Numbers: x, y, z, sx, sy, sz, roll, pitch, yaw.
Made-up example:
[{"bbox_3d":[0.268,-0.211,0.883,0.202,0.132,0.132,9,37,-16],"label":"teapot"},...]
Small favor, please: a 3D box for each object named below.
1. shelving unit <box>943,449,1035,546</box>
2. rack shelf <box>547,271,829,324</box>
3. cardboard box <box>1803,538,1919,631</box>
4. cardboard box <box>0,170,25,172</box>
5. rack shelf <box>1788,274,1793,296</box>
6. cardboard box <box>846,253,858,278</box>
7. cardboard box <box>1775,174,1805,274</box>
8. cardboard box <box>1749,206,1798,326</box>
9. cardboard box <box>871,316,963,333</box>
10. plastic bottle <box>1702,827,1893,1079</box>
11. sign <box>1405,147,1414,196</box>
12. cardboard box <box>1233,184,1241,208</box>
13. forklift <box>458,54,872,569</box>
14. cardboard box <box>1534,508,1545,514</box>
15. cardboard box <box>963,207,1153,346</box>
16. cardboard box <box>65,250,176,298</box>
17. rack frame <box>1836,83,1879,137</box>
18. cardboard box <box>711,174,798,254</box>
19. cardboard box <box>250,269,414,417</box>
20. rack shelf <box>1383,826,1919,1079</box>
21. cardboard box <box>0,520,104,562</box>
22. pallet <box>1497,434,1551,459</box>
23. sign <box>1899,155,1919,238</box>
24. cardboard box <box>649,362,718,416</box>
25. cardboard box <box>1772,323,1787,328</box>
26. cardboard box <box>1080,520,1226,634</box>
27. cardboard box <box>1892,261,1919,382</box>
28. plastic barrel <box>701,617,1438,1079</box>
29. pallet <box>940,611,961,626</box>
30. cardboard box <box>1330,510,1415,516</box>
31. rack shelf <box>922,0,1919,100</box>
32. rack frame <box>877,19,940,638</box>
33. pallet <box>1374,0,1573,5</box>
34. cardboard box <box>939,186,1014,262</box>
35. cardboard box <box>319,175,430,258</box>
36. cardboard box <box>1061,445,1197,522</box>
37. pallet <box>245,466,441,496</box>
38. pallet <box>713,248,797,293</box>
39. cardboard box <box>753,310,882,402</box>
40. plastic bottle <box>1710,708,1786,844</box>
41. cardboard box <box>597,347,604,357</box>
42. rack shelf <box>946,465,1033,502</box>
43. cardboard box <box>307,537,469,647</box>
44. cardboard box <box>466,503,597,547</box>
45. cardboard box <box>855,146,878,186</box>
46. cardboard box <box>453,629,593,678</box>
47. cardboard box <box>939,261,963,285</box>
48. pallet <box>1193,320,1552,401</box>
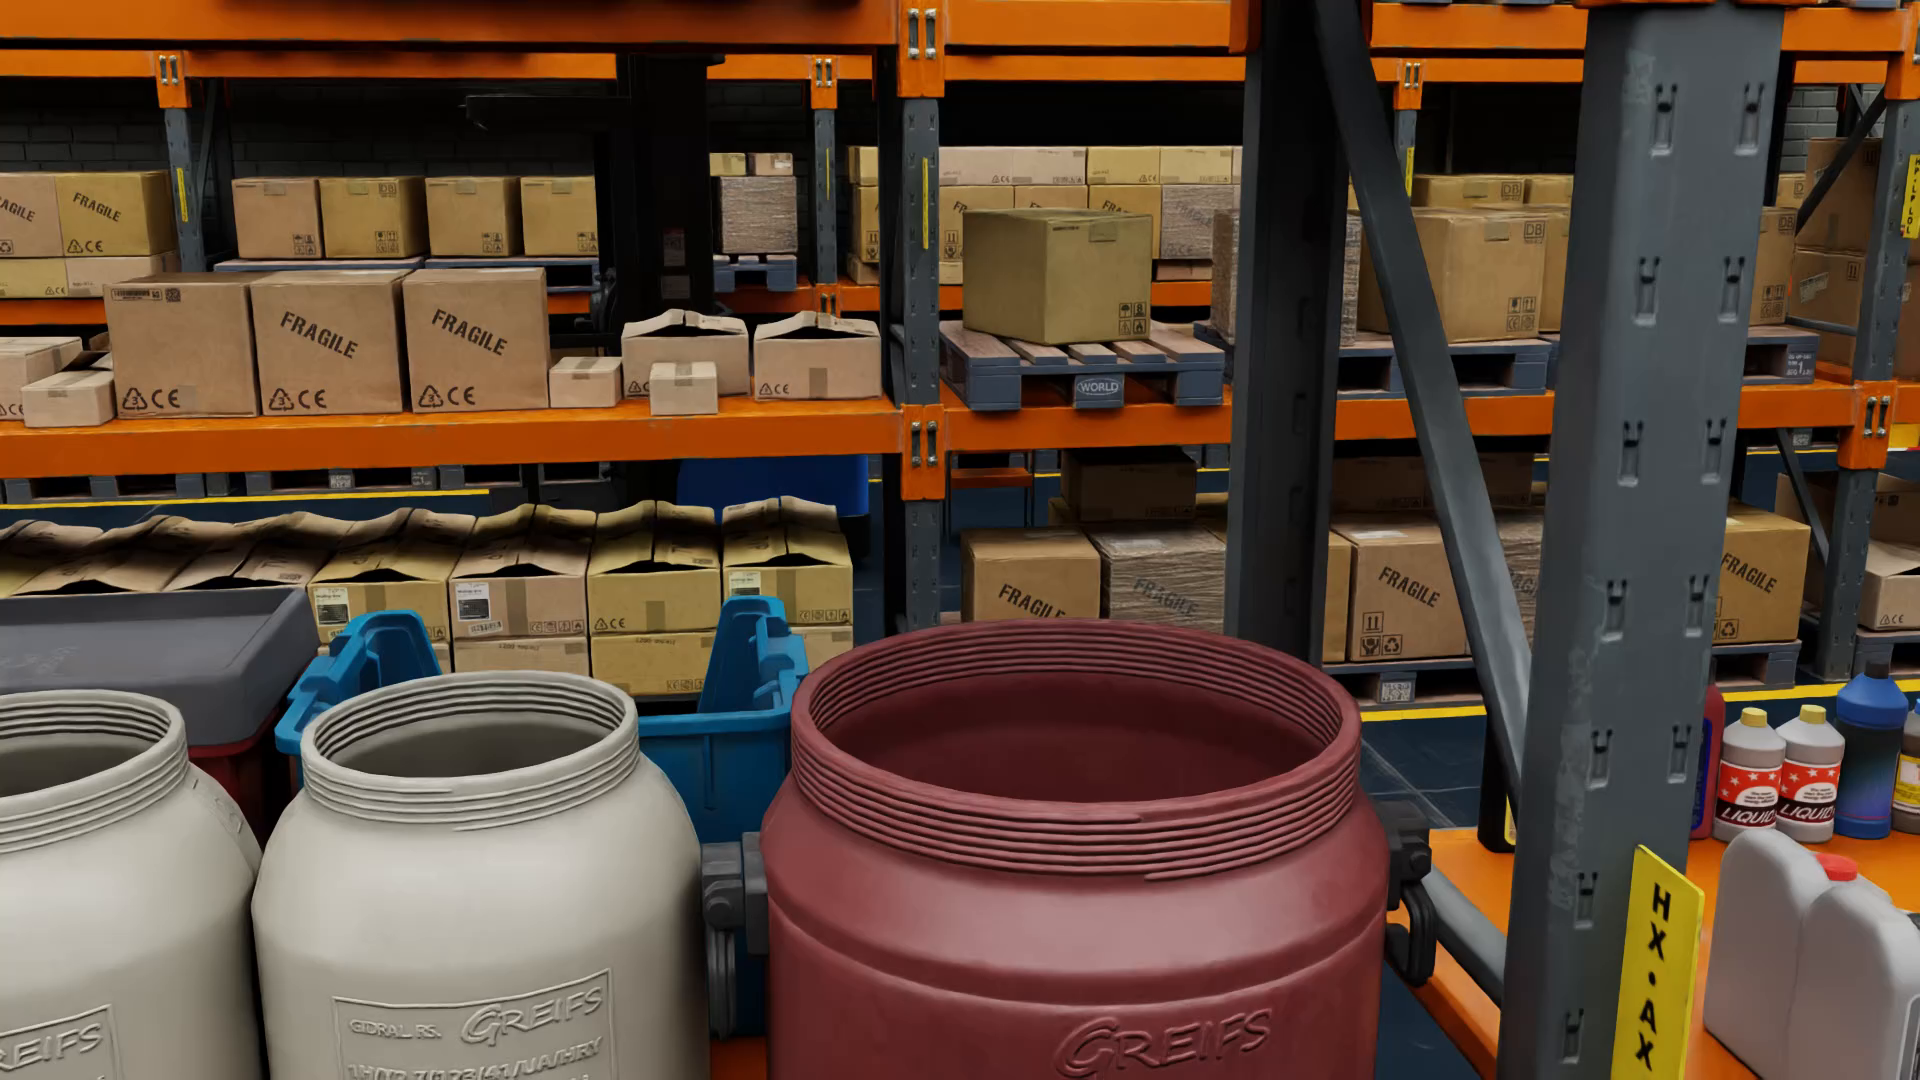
[{"bbox_3d":[0.164,-0.588,9.600,0.503,1.200,0.258,-2,14,-8],"label":"shelving unit"},{"bbox_3d":[-2.933,-1.575,11.316,4.000,0.370,1.077,-2,14,-8],"label":"rack shelf"},{"bbox_3d":[4.189,0.177,7.472,0.500,0.311,0.500,-2,14,-8],"label":"cardboard box"},{"bbox_3d":[-6.412,-2.151,10.859,0.500,0.500,0.500,-2,14,-7],"label":"cardboard box"},{"bbox_3d":[4.978,-1.865,12.472,4.000,0.370,1.077,-2,14,-8],"label":"rack shelf"},{"bbox_3d":[-0.671,-1.958,11.839,0.250,0.149,0.380,-2,14,-7],"label":"cardboard box"},{"bbox_3d":[5.735,-2.382,12.438,0.700,0.700,0.980,-2,14,-9],"label":"cardboard box"},{"bbox_3d":[3.240,-1.239,7.428,0.500,0.500,0.700,-7,16,-27],"label":"cardboard box"},{"bbox_3d":[-0.208,-1.153,11.709,0.750,0.750,0.750,-2,14,-9],"label":"cardboard box"},{"bbox_3d":[0.974,0.472,1.929,0.135,0.276,0.152,-2,14,-8],"label":"plastic bottle"},{"bbox_3d":[3.091,-2.535,11.446,0.005,0.325,0.100,-2,14,-8],"label":"sign"},{"bbox_3d":[2.079,-2.246,11.653,0.500,0.500,0.500,-2,14,-8],"label":"cardboard box"},{"bbox_3d":[-2.059,-1.274,8.778,3.031,2.935,1.130,-4,15,-16],"label":"forklift"},{"bbox_3d":[2.807,0.151,7.186,0.500,0.500,0.500,-2,14,-8],"label":"cardboard box"},{"bbox_3d":[0.393,-1.108,6.903,0.500,0.500,0.700,-7,16,-27],"label":"cardboard box"},{"bbox_3d":[-5.334,-1.699,10.597,0.500,0.250,0.500,-2,14,-8],"label":"cardboard box"},{"bbox_3d":[6.956,-2.287,12.674,0.127,3.000,1.000,-2,14,-8],"label":"rack frame"},{"bbox_3d":[-1.418,-2.239,11.375,0.500,0.500,0.700,-4,15,-15],"label":"cardboard box"},{"bbox_3d":[-2.391,-0.770,6.421,0.500,0.500,0.500,-2,14,-8],"label":"cardboard box"},{"bbox_3d":[2.499,0.663,2.392,4.000,0.370,1.077,-2,14,-8],"label":"rack shelf"},{"bbox_3d":[-3.811,0.114,6.738,0.500,0.311,0.500,-2,14,-8],"label":"cardboard box"},{"bbox_3d":[3.764,-0.798,12.470,1.213,0.211,1.003,-2,14,-8],"label":"pallet"},{"bbox_3d":[3.828,-1.379,6.673,0.005,0.325,0.100,-2,14,-8],"label":"sign"},{"bbox_3d":[-1.061,-0.585,6.403,0.250,0.149,0.380,-2,14,-8],"label":"cardboard box"},{"bbox_3d":[6.372,-1.596,12.861,0.250,0.149,0.380,-2,14,-8],"label":"cardboard box"},{"bbox_3d":[0.796,0.226,6.890,0.500,0.500,0.500,-3,14,-10],"label":"cardboard box"},{"bbox_3d":[4.287,-0.952,7.145,0.500,0.500,0.500,-2,14,-7],"label":"cardboard box"},{"bbox_3d":[0.107,0.410,1.641,0.708,0.536,0.600,-2,14,-8],"label":"plastic barrel"},{"bbox_3d":[0.531,0.529,7.178,1.213,0.211,1.003,-2,14,-8],"label":"pallet"},{"bbox_3d":[1.706,0.064,7.534,0.500,0.500,0.500,-3,14,-10],"label":"cardboard box"},{"bbox_3d":[1.764,-1.984,6.779,4.000,0.370,1.077,-2,14,-8],"label":"rack shelf"},{"bbox_3d":[-0.213,-0.805,6.767,0.127,3.000,1.000,-2,14,-8],"label":"rack frame"},{"bbox_3d":[2.062,-2.269,6.823,1.003,0.211,1.213,-2,14,-8],"label":"pallet"},{"bbox_3d":[0.083,-2.172,11.359,0.500,0.500,0.500,-2,14,-6],"label":"cardboard box"},{"bbox_3d":[-3.848,-2.143,10.989,0.500,0.500,0.700,-1,14,-3],"label":"cardboard box"},{"bbox_3d":[0.732,-0.264,7.299,0.500,0.250,0.500,-2,14,-6],"label":"cardboard box"},{"bbox_3d":[-4.141,-0.528,11.393,1.213,0.211,1.003,-2,14,-8],"label":"pallet"},{"bbox_3d":[-1.644,-1.852,11.336,1.003,0.211,1.213,-2,14,-8],"label":"pallet"},{"bbox_3d":[-0.579,-0.760,6.767,0.500,0.311,0.500,-1,14,-5],"label":"cardboard box"},{"bbox_3d":[1.202,0.357,2.540,0.097,0.201,0.097,0,14,0],"label":"plastic bottle"},{"bbox_3d":[-2.232,-1.317,11.501,0.500,0.250,0.500,-2,14,-7],"label":"cardboard box"},{"bbox_3d":[0.164,-0.330,9.664,0.480,0.148,0.258,-2,14,-8],"label":"rack shelf"},{"bbox_3d":[-2.203,0.186,6.449,0.500,0.311,0.500,-2,14,-7],"label":"cardboard box"},{"bbox_3d":[-1.798,0.040,7.033,0.500,0.311,0.500,-2,14,-10],"label":"cardboard box"},{"bbox_3d":[-0.439,-2.519,11.198,0.500,0.250,0.500,-2,14,-7],"label":"cardboard box"},{"bbox_3d":[-1.704,0.439,6.593,0.500,0.250,0.500,-2,14,-7],"label":"cardboard box"},{"bbox_3d":[-0.069,-1.837,11.357,0.250,0.149,0.380,-2,14,-7],"label":"cardboard box"},{"bbox_3d":[1.709,-0.784,7.076,1.213,0.211,1.003,-2,14,-8],"label":"pallet"}]
